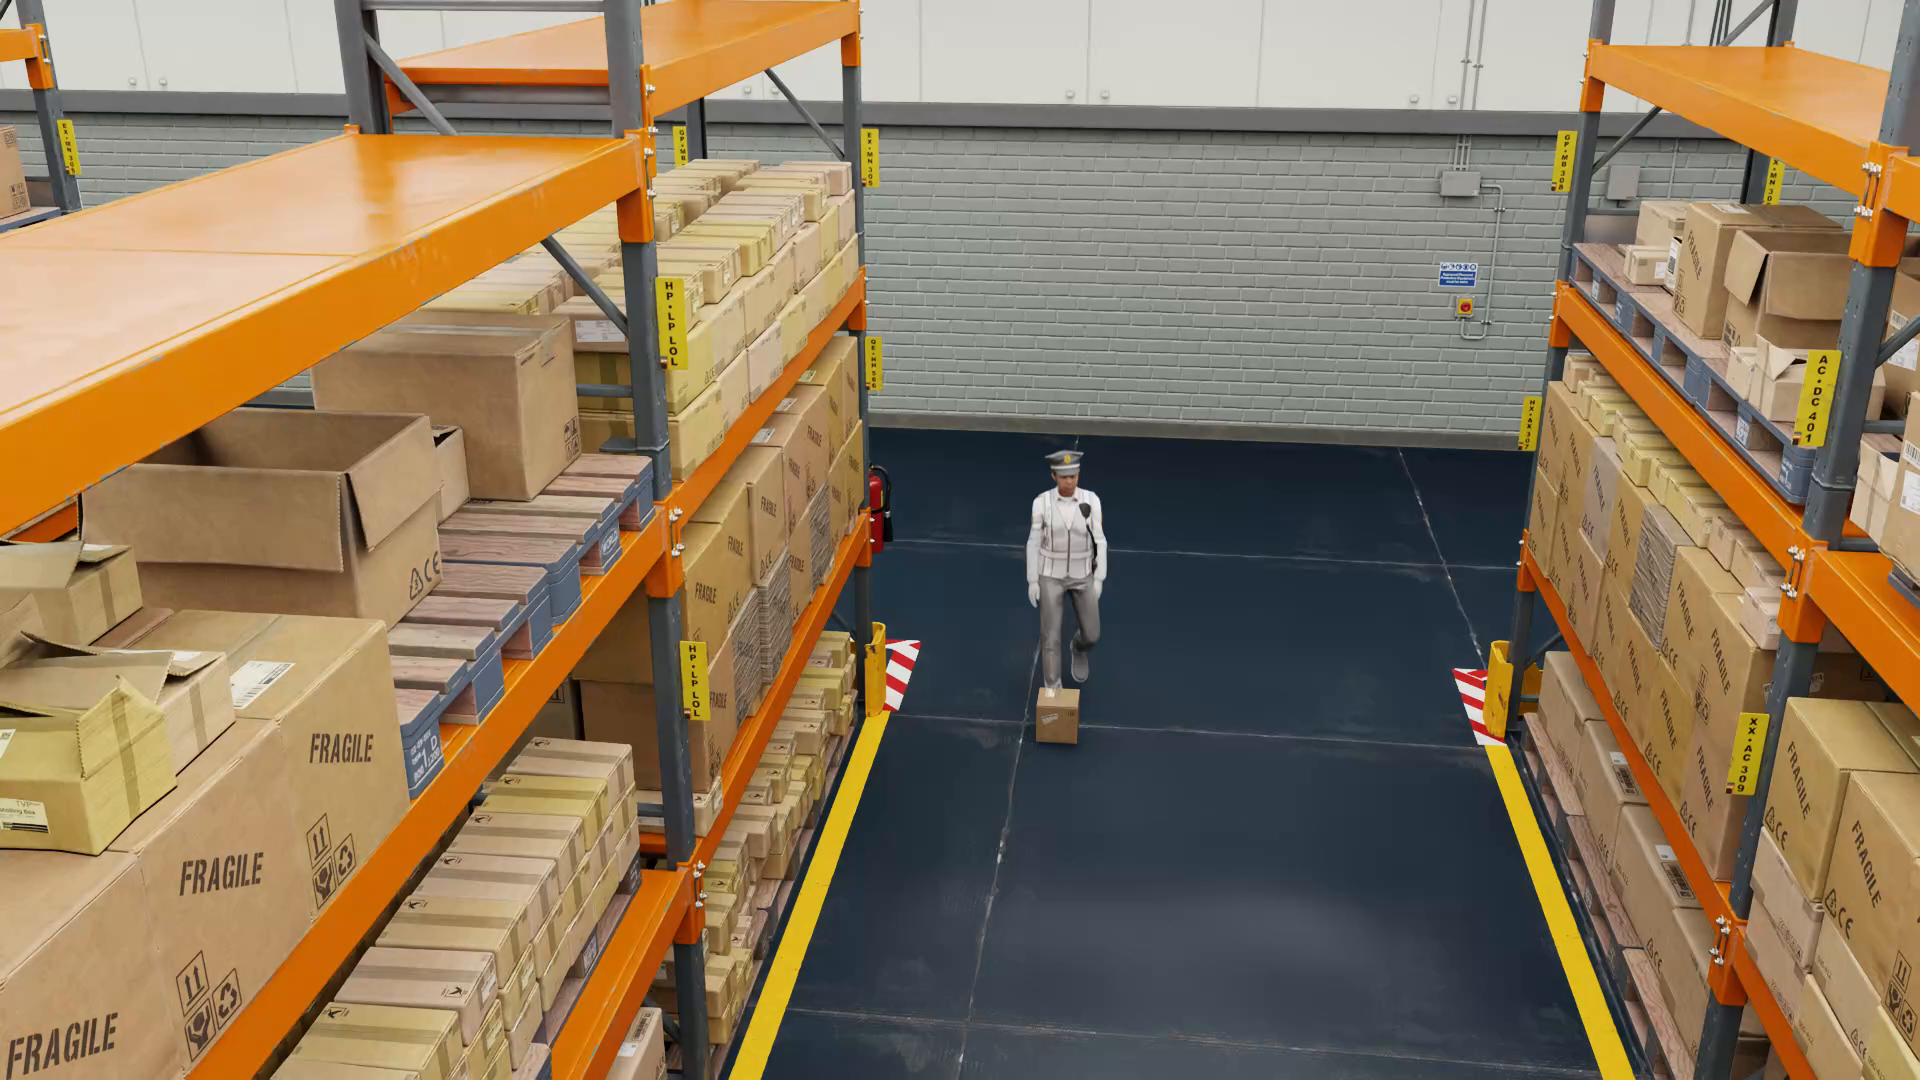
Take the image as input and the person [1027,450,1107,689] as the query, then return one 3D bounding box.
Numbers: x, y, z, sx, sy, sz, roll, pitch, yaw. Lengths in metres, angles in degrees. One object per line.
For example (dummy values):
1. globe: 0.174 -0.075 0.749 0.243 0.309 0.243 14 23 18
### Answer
1. person: 0.670 0.245 10.404 0.503 1.666 0.683 -1 21 -2
